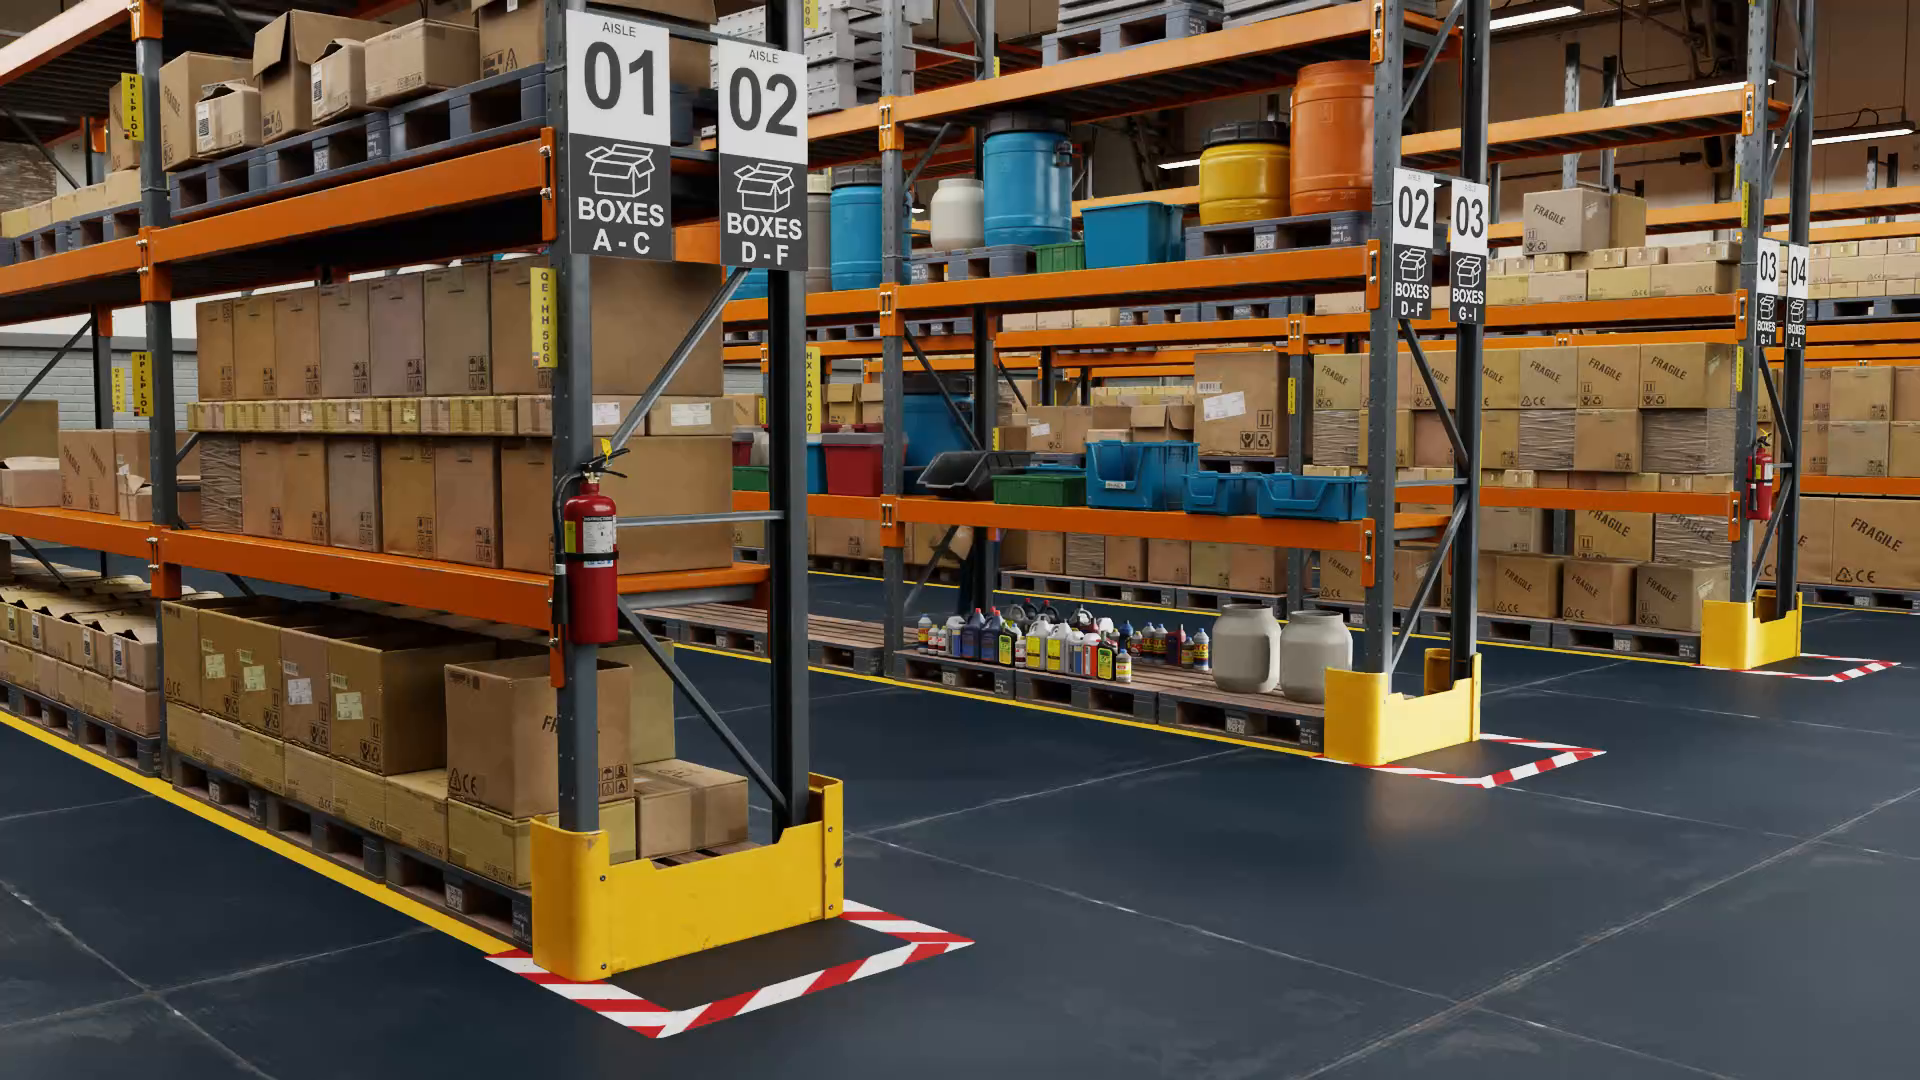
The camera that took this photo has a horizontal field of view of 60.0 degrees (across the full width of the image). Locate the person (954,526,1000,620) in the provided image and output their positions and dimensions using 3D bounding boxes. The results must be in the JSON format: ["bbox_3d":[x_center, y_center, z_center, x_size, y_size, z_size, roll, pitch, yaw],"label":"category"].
[{"bbox_3d":[0.135,0.022,14.394,0.478,1.600,0.439,2,5,26],"label":"person"}]
